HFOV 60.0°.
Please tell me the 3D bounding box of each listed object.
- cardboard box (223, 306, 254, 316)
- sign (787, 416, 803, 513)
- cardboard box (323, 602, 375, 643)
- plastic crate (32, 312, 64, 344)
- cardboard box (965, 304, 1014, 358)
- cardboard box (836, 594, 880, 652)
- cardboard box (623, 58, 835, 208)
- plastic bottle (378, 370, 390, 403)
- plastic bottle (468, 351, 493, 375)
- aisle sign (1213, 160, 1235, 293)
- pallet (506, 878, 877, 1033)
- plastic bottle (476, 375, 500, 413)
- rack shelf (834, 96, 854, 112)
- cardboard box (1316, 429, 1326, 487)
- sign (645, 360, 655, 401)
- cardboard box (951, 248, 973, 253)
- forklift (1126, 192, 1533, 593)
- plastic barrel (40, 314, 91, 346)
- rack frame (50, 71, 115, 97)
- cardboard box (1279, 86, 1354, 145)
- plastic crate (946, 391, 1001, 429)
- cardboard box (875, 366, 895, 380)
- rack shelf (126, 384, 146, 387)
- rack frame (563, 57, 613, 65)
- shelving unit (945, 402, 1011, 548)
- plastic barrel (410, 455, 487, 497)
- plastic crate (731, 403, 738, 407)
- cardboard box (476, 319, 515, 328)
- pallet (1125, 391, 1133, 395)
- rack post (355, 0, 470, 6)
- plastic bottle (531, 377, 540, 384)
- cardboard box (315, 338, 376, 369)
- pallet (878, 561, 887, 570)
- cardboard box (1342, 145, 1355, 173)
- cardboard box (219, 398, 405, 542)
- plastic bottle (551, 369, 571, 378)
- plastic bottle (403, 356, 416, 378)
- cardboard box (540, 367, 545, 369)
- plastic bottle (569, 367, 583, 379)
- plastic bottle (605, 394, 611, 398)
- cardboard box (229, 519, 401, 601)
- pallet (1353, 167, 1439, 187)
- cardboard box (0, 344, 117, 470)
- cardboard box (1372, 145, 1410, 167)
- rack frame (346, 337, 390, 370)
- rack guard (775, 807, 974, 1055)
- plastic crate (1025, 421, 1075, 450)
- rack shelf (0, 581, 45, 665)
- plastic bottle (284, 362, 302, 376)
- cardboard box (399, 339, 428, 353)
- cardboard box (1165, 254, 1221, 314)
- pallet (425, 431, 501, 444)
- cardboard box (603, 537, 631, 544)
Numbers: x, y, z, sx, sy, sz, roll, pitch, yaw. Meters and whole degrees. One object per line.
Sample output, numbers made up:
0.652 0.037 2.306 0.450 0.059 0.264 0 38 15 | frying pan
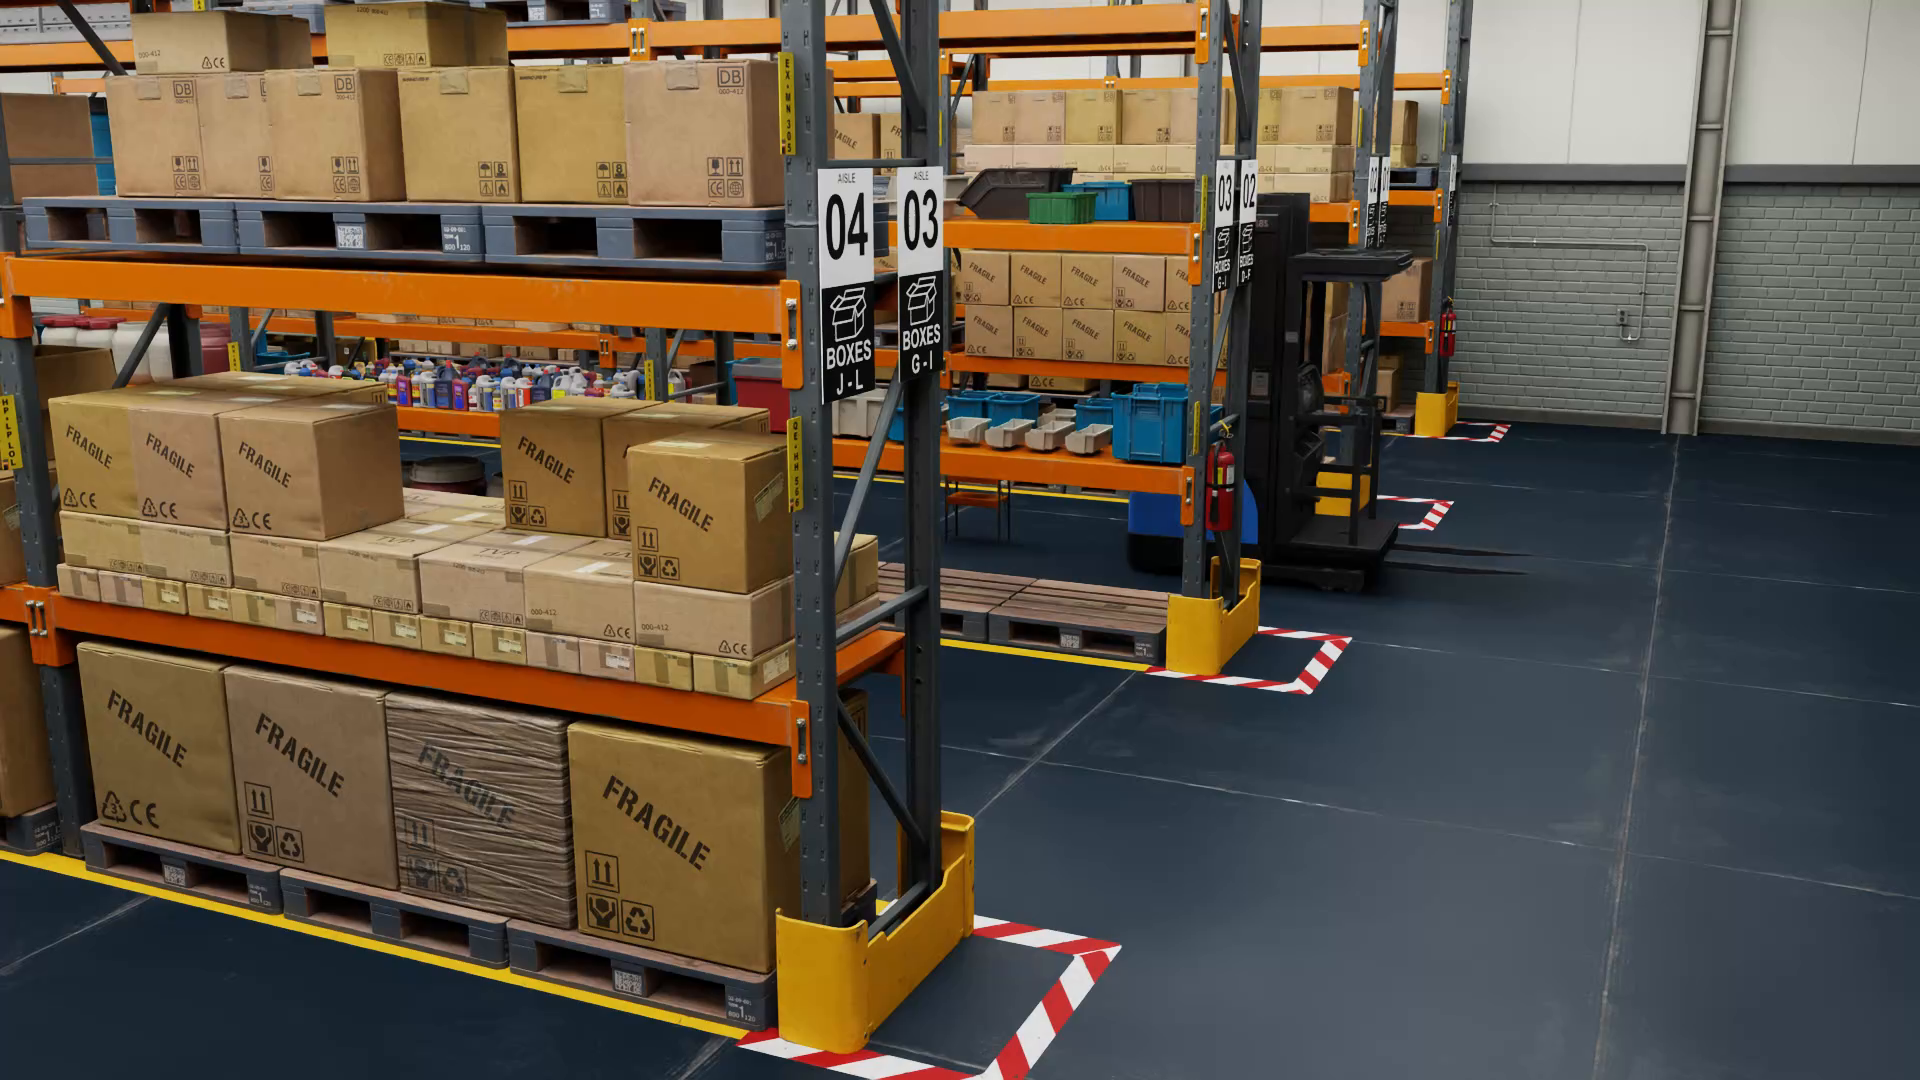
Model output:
-8.641 -3.056 20.492 0.500 0.500 0.700 6 14 24 | cardboard box
-0.567 -0.260 5.745 0.005 0.325 0.100 6 14 23 | sign
-2.430 0.299 6.962 0.250 0.149 0.380 5 14 22 | cardboard box
-8.734 -1.889 15.597 0.583 0.464 0.402 6 14 23 | plastic crate
0.379 -2.077 16.321 0.500 0.500 0.500 6 15 25 | cardboard box
-0.526 0.327 6.845 0.250 0.149 0.380 6 14 24 | cardboard box
-0.832 -1.492 6.126 0.500 0.500 0.700 5 14 20 | cardboard box
-4.528 -1.205 13.106 0.097 0.271 0.097 0 13 0 | plastic bottle
-3.927 -1.367 13.621 0.185 0.351 0.144 6 14 23 | plastic bottle
1.618 -1.926 10.205 0.004 0.787 0.394 6 14 23 | aisle sign
-1.098 1.607 6.946 1.213 0.211 1.003 6 14 23 | pallet
-3.607 -1.121 12.738 0.135 0.276 0.152 6 14 23 | plastic bottle
-3.459 -6.098 22.995 4.000 0.370 1.077 6 14 23 | rack shelf
3.084 -0.758 15.429 0.500 0.500 0.500 6 14 23 | cardboard box
-2.210 -1.118 11.848 0.005 0.325 0.100 6 14 23 | sign
0.100 -3.869 21.622 0.500 0.250 0.500 5 14 22 | cardboard box
2.891 -1.163 12.797 3.031 2.935 1.130 5 14 21 | forklift
-7.844 -1.702 14.646 0.433 0.535 0.433 0 13 0 | plastic barrel
-10.948 -6.163 20.823 0.127 3.000 1.000 6 14 23 | rack frame
3.205 -3.802 14.918 0.500 0.500 0.700 6 14 23 | cardboard box
0.101 -0.917 11.831 0.300 0.233 0.416 6 14 23 | plastic crate
-1.011 -2.600 22.555 0.750 0.750 0.750 6 14 22 | cardboard box
-7.472 -1.303 14.816 4.000 0.370 1.077 6 14 23 | rack shelf
-5.288 -6.828 23.656 0.127 3.000 1.000 6 14 23 | rack frame
0.151 -0.569 14.053 0.503 1.200 0.258 6 14 23 | shelving unit
-4.156 -0.352 13.550 0.708 0.588 0.600 6 14 23 | plastic barrel
-1.618 -0.926 12.081 0.243 0.136 0.396 6 14 23 | plastic crate
-5.174 -2.703 18.989 0.500 0.500 0.500 5 14 20 | cardboard box
2.690 -1.723 21.136 1.213 0.211 1.003 6 14 23 | pallet
-3.888 -3.936 12.425 0.954 0.300 0.937 8 15 29 | rack post
-3.239 -1.113 12.712 0.097 0.271 0.097 0 13 0 | plastic bottle
-7.588 -2.212 20.573 0.500 0.500 0.500 6 14 23 | cardboard box
-1.298 0.319 12.431 1.213 0.211 1.003 6 14 23 | pallet
3.317 -3.495 15.250 0.500 0.250 0.500 6 14 23 | cardboard box
-2.733 -0.308 7.039 0.500 0.500 0.500 5 14 21 | cardboard box
-3.163 -1.214 13.134 0.135 0.276 0.152 6 14 23 | plastic bottle
-4.613 -1.403 13.951 0.097 0.271 0.097 0 13 0 | plastic bottle
-4.942 -1.846 19.426 0.500 0.311 0.500 5 14 22 | cardboard box
-3.101 -1.246 13.269 0.135 0.276 0.152 6 14 23 | plastic bottle
-2.594 -0.975 12.280 0.097 0.201 0.097 0 13 0 | plastic bottle
-2.740 0.057 7.125 0.500 0.250 0.500 6 15 25 | cardboard box
5.001 -4.281 19.560 1.213 0.211 1.003 6 14 23 | pallet
-4.579 -0.658 8.078 0.637 0.503 0.797 5 14 22 | cardboard box
4.907 -4.450 19.277 0.500 0.250 0.500 6 15 25 | cardboard box
-7.291 -2.873 19.931 0.127 3.000 1.000 6 14 23 | rack frame
-0.313 1.526 6.658 0.348 0.500 1.175 6 14 23 | rack guard
0.593 -0.696 11.102 0.243 0.136 0.396 6 14 23 | plastic crate
-5.821 0.102 8.830 4.000 0.370 1.077 6 14 23 | rack shelf
-5.378 -1.300 13.501 0.135 0.276 0.152 6 14 23 | plastic bottle
-8.349 -3.100 25.823 0.500 0.311 0.500 4 14 17 | cardboard box
2.224 -2.375 15.402 0.500 0.500 0.500 6 15 25 | cardboard box
-5.482 -1.342 19.514 1.213 0.211 1.003 6 14 23 | pallet
-1.142 0.087 6.994 0.500 0.250 0.500 6 14 23 | cardboard box
